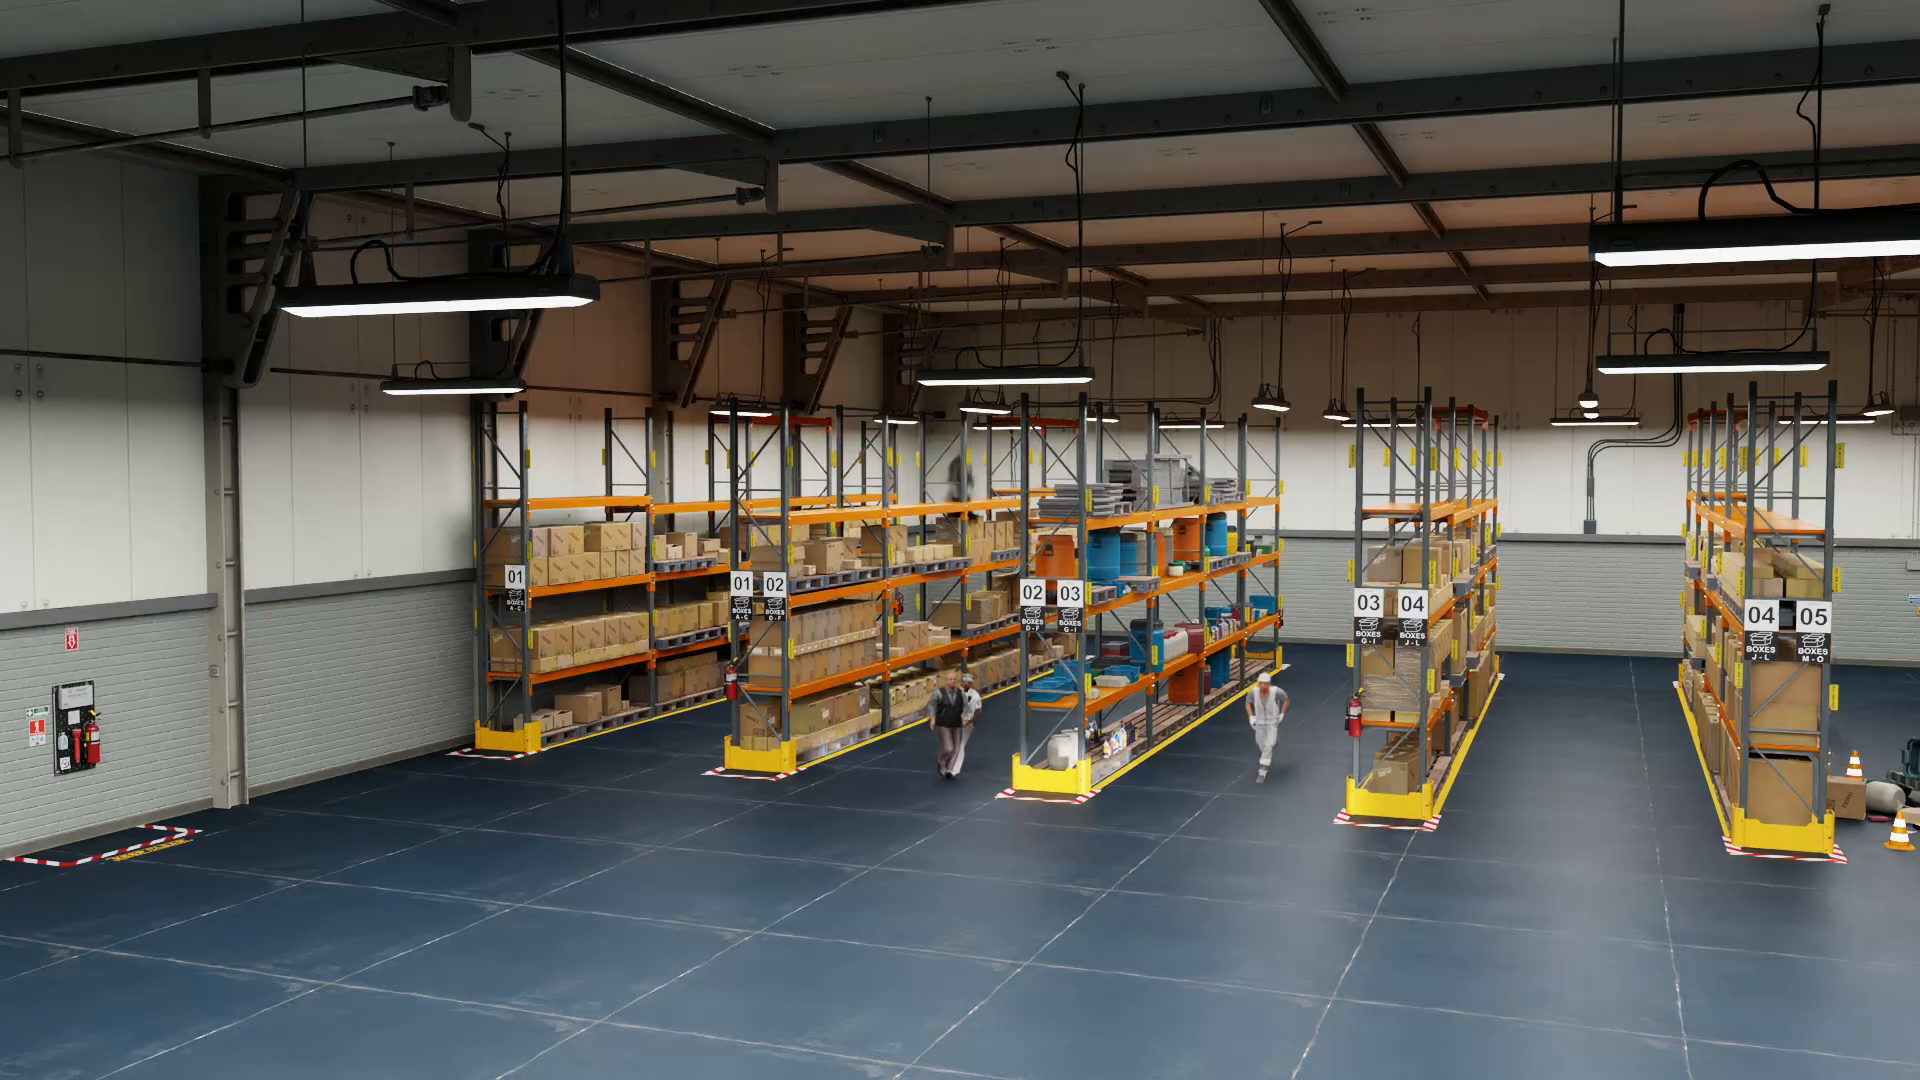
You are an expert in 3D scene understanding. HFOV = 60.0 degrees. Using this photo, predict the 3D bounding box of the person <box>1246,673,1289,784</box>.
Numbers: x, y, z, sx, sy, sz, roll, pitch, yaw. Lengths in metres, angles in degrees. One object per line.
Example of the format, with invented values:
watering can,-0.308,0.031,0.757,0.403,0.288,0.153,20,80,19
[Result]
person,4.812,2.899,26.016,0.673,1.729,1.010,1,3,15

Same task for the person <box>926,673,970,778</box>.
person,-0.150,2.897,25.817,0.644,1.669,0.663,-1,3,-19

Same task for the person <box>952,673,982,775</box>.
person,0.051,2.910,26.336,0.607,1.638,0.527,1,3,13
